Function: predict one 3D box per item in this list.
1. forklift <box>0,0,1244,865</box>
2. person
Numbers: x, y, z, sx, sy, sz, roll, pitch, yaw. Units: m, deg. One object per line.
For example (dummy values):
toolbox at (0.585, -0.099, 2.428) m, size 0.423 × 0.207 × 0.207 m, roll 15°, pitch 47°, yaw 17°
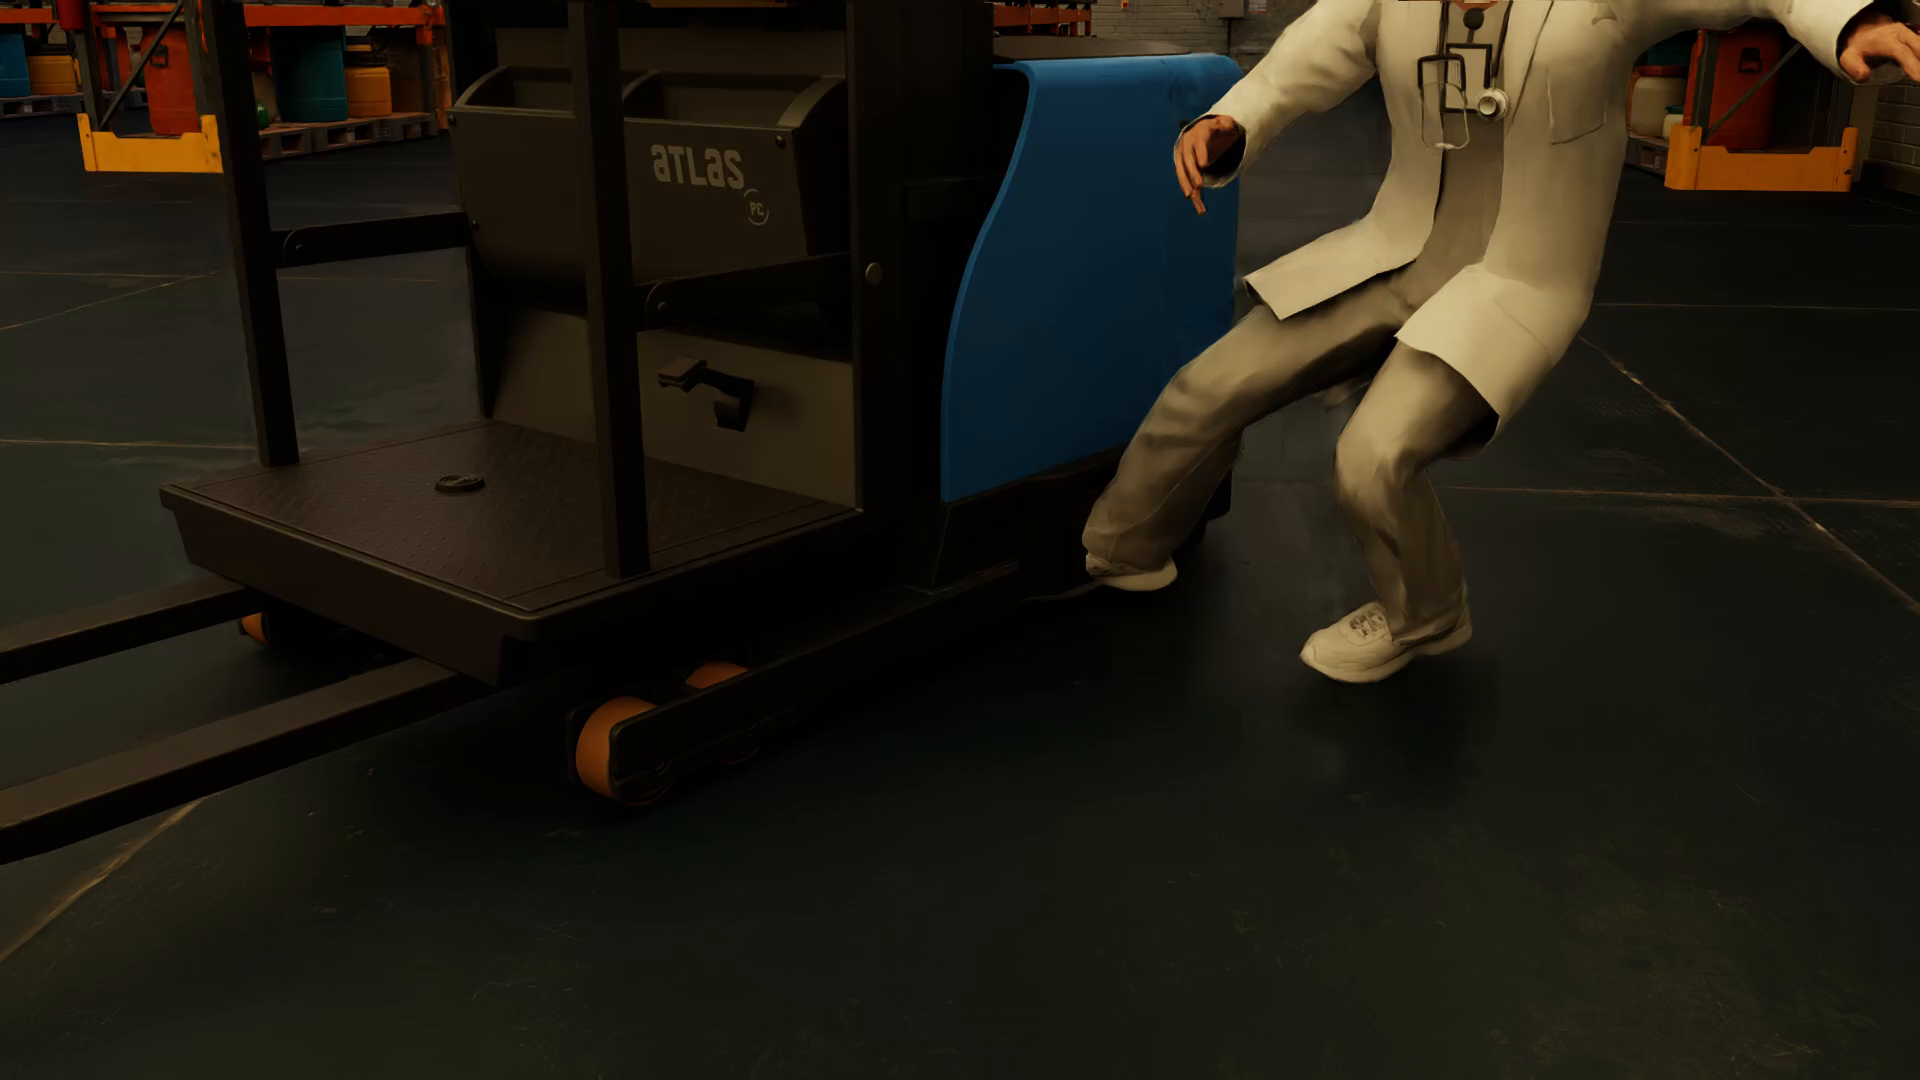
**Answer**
forklift at (-0.705, -1.160, 2.631) m, size 1.130 × 2.935 × 3.031 m, roll 14°, pitch 22°, yaw 37°
person at (0.719, -0.437, 2.735) m, size 1.617 × 1.485 × 0.806 m, roll 13°, pitch 22°, yaw 36°
